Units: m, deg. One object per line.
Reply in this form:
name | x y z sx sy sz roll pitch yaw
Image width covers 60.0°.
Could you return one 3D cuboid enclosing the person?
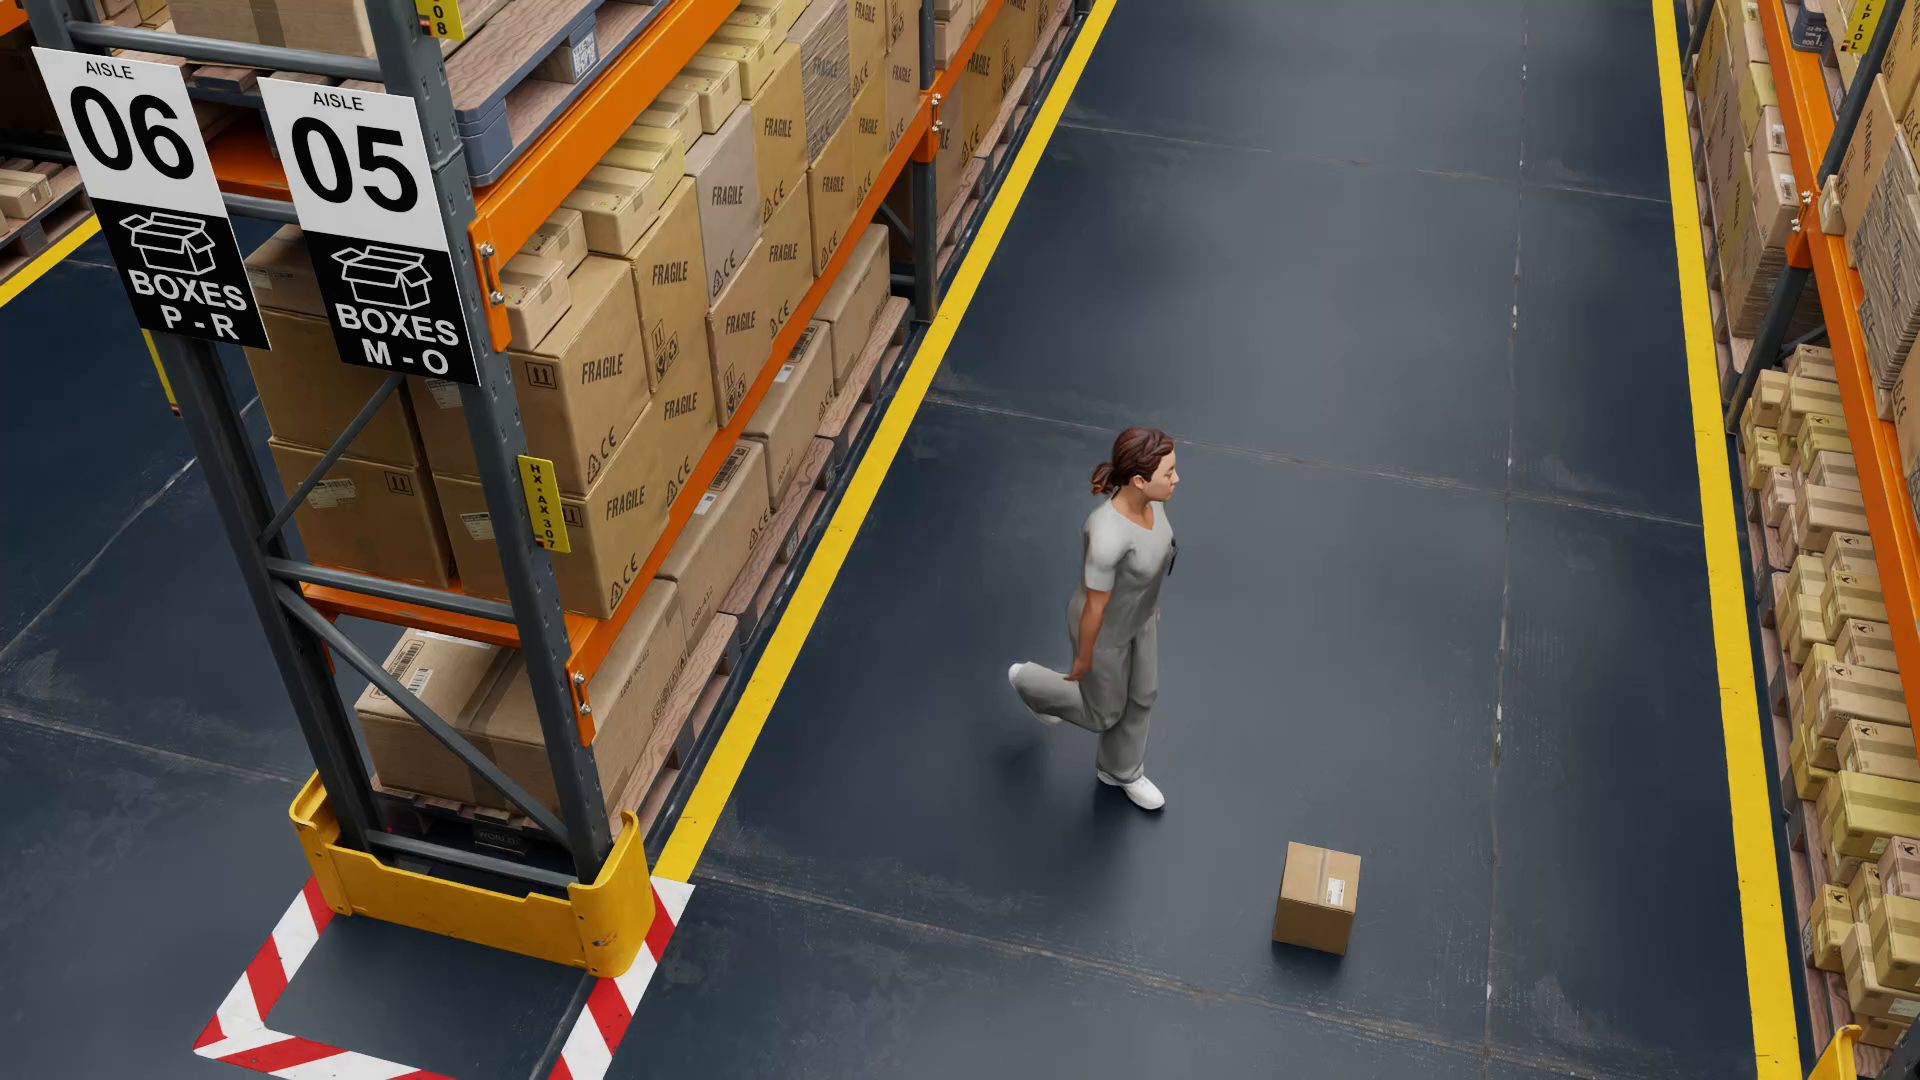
person | 0.479 0.254 5.865 0.715 1.652 0.527 28 48 28
